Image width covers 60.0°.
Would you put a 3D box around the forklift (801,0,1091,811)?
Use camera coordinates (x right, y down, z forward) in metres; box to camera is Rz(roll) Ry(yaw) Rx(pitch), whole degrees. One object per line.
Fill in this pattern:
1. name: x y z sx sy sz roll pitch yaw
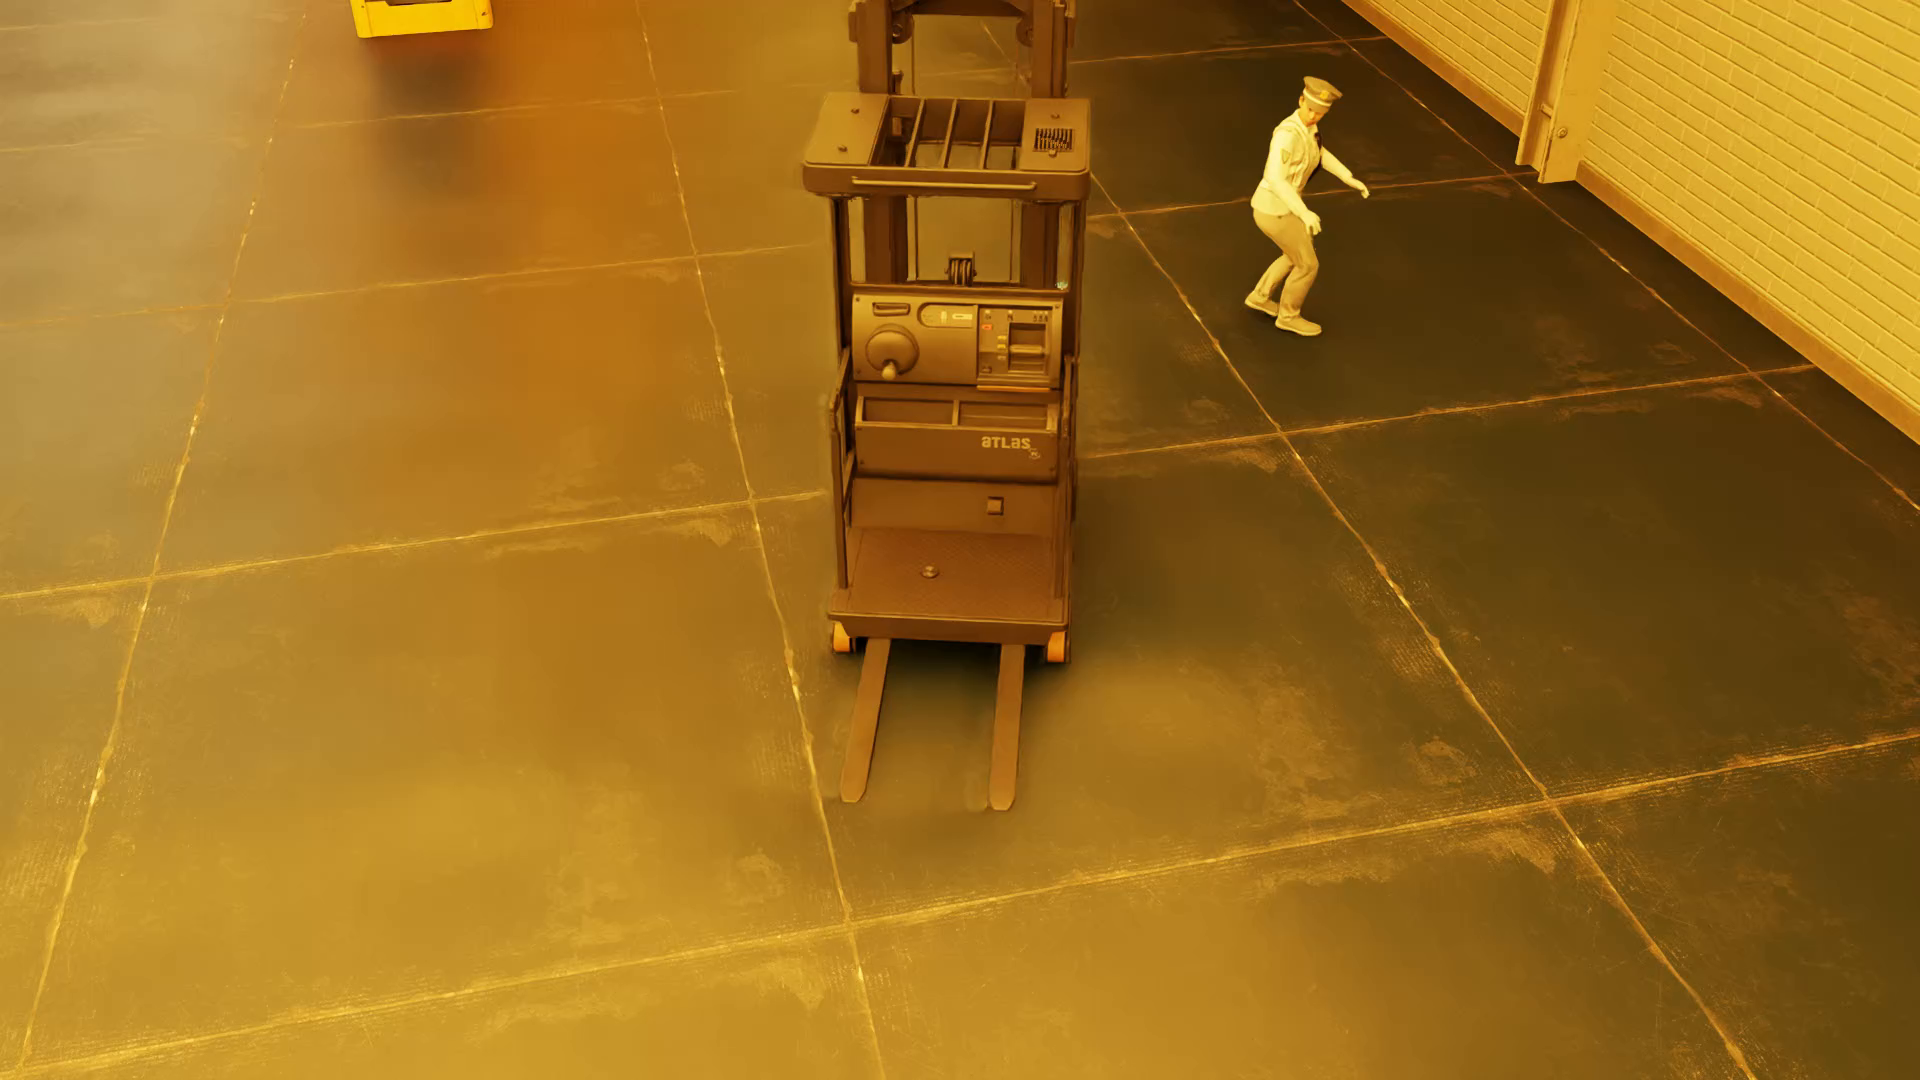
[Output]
1. forklift: -0.027 -0.820 7.190 1.130 2.935 3.031 2 36 3

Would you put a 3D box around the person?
1. person: 2.081 -1.973 9.947 0.672 1.594 0.742 9 37 13
